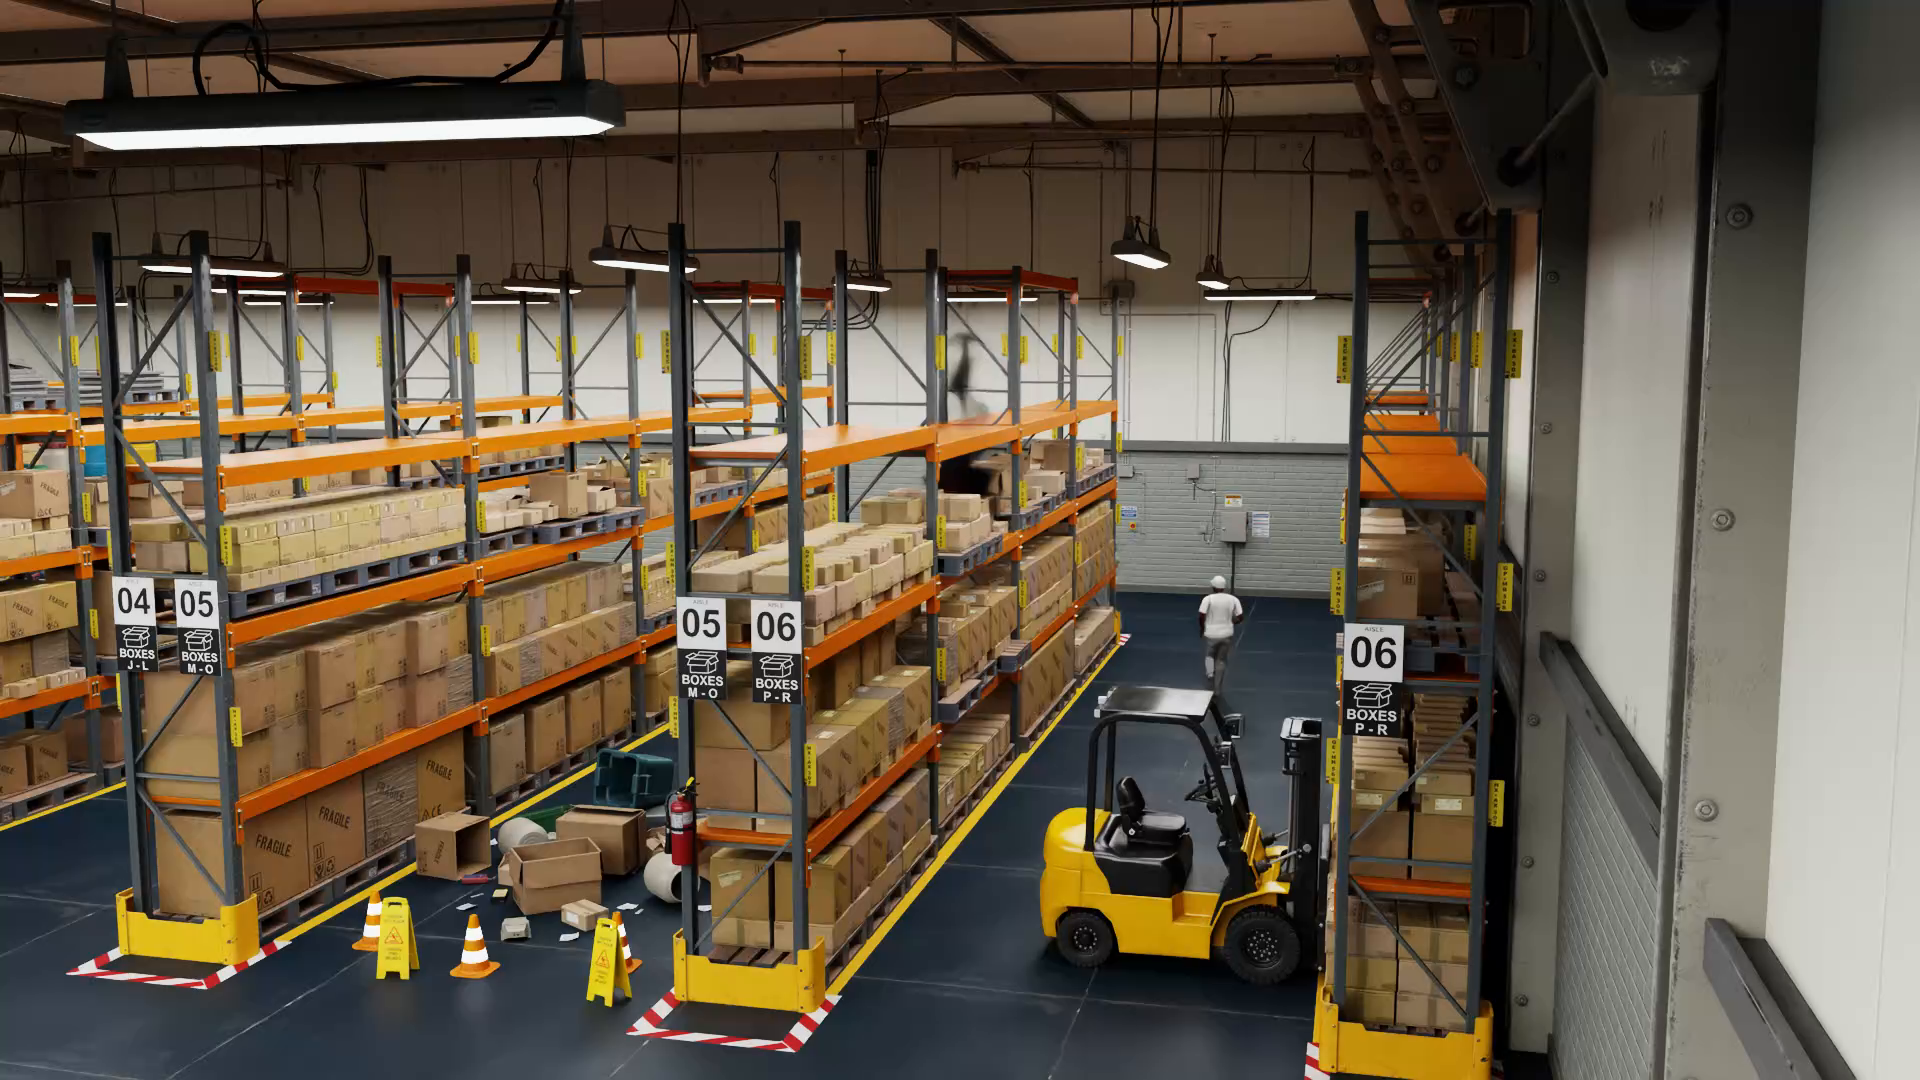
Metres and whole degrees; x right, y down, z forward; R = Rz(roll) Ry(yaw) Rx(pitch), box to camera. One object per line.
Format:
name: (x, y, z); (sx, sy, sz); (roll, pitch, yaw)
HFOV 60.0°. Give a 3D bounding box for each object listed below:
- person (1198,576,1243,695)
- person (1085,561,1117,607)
person: (3.752, 1.373, 24.126); (0.683, 1.731, 0.594); (0, 7, -3)
person: (2.456, 0.782, 29.306); (0.715, 1.731, 0.580); (1, 7, 10)
